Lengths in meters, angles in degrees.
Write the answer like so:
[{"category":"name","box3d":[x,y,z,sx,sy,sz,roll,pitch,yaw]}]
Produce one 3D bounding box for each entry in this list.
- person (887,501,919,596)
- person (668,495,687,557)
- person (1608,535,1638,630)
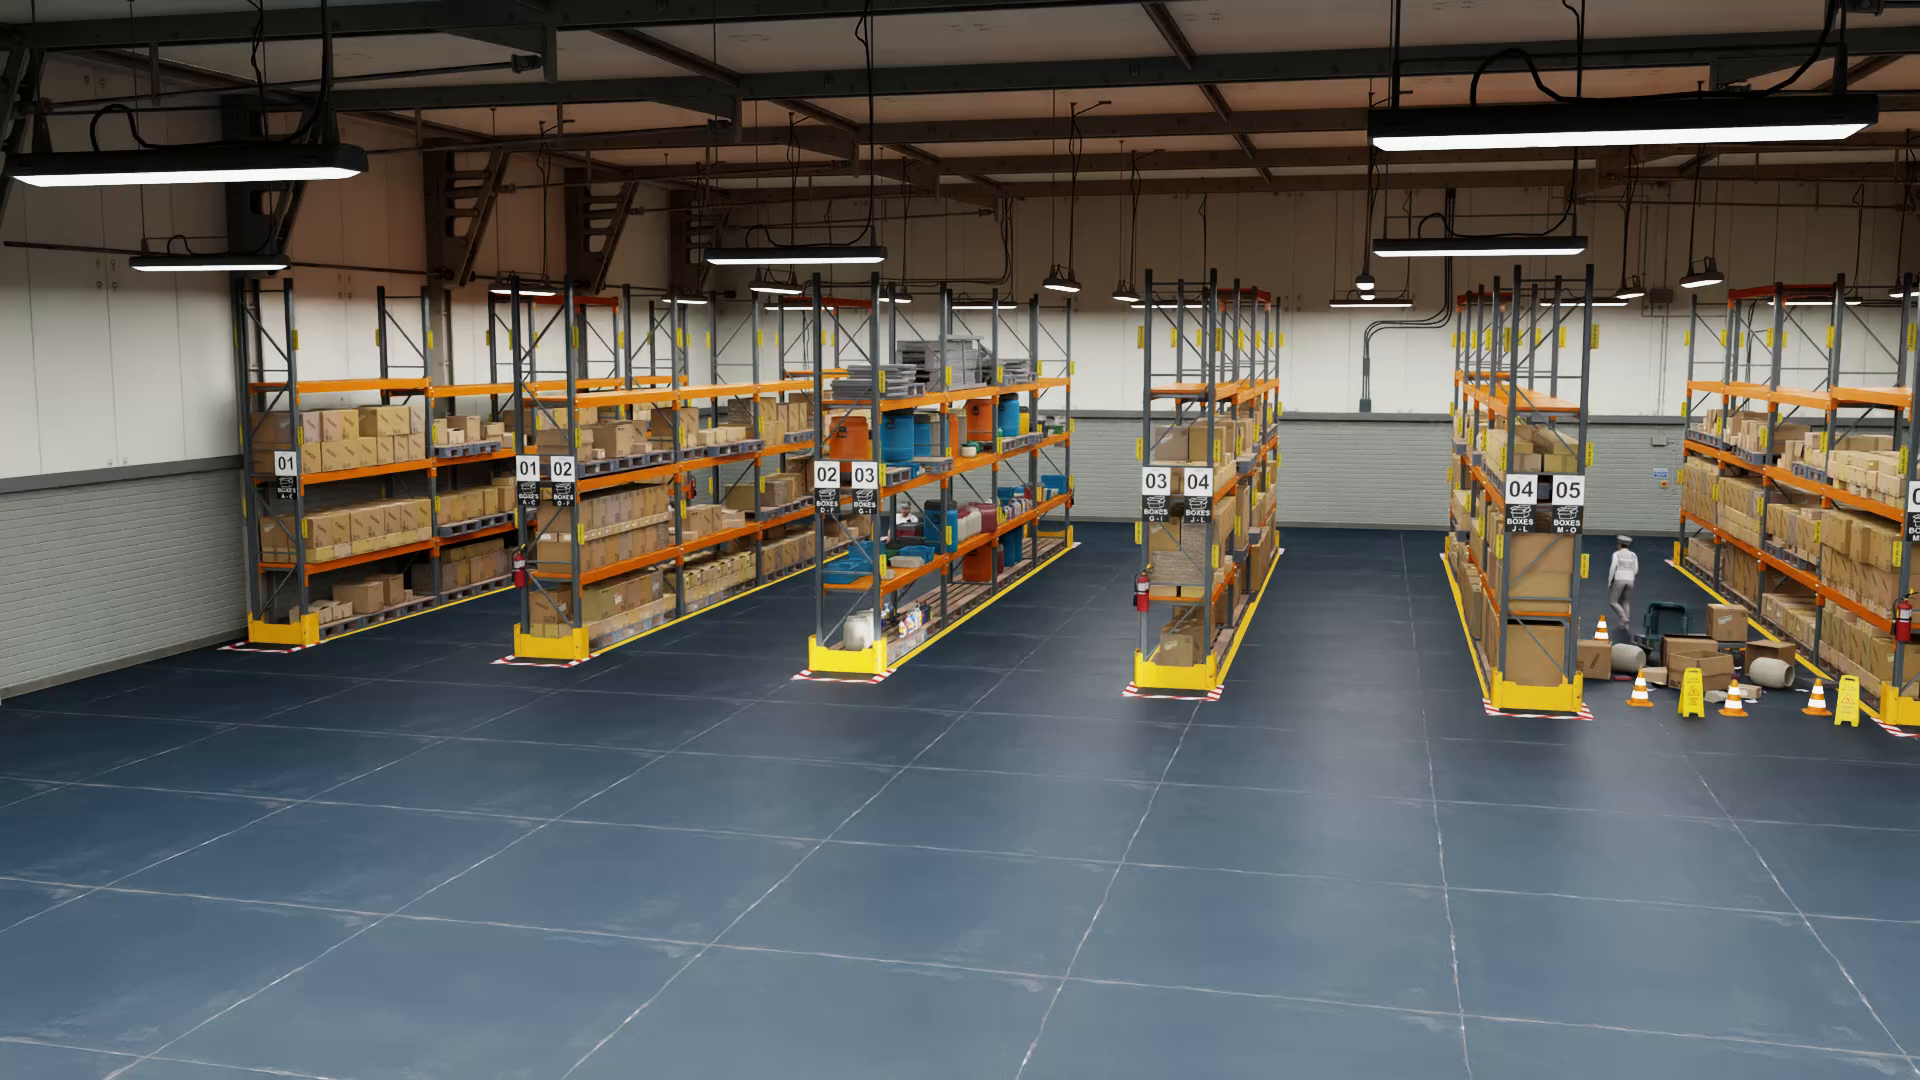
[{"category":"person","box3d":[-1.060,0.130,31.089,0.634,1.745,0.845,2,7,19]},{"category":"person","box3d":[-6.314,-0.236,37.166,0.532,1.591,0.730,3,8,25]},{"category":"person","box3d":[11.494,0.755,28.781,0.555,1.629,0.624,0,7,-2]}]
